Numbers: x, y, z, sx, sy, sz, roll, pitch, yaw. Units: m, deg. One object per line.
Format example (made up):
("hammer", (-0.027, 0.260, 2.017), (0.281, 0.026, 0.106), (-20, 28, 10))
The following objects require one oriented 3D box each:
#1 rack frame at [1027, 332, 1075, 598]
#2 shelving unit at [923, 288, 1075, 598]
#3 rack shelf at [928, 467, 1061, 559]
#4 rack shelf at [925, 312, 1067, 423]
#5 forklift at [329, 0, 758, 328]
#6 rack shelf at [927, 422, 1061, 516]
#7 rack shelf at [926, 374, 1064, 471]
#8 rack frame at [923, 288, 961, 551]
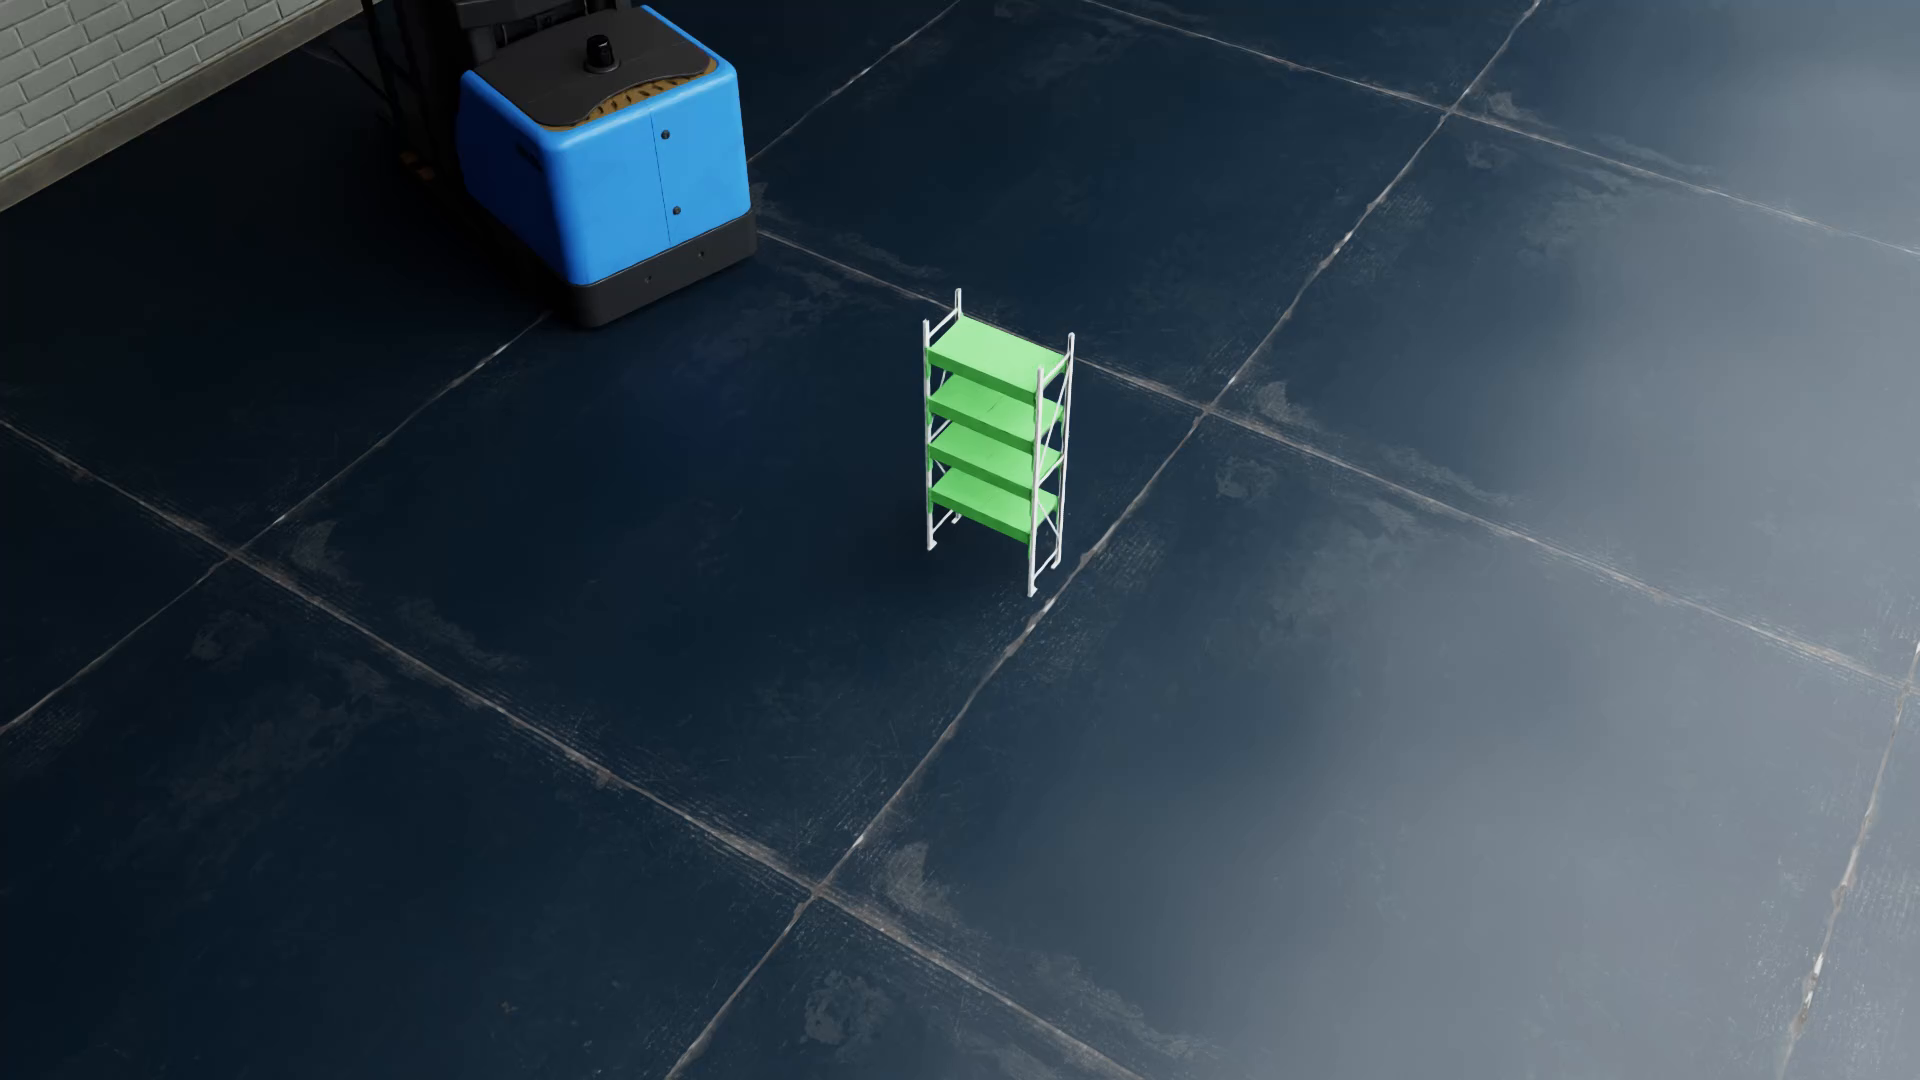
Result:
("rack frame", (0.345, -0.260, 6.387), (0.015, 1.200, 0.240), (25, 51, 22))
("shelving unit", (0.139, -0.354, 6.479), (0.503, 1.200, 0.258), (25, 51, 22))
("rack shelf", (0.139, -0.142, 6.697), (0.480, 0.148, 0.258), (25, 51, 22))
("rack shelf", (0.139, -0.644, 6.181), (0.480, 0.148, 0.258), (25, 51, 22))
("forklift", (-2.338, -3.013, 7.856), (1.130, 2.935, 3.031), (-31, 53, -27))
("rack shelf", (0.139, -0.310, 6.525), (0.480, 0.148, 0.258), (25, 51, 22))
("rack shelf", (0.139, -0.477, 6.353), (0.480, 0.148, 0.258), (25, 51, 22))
("rack frame", (-0.066, -0.449, 6.571), (0.015, 1.200, 0.240), (25, 51, 22))
